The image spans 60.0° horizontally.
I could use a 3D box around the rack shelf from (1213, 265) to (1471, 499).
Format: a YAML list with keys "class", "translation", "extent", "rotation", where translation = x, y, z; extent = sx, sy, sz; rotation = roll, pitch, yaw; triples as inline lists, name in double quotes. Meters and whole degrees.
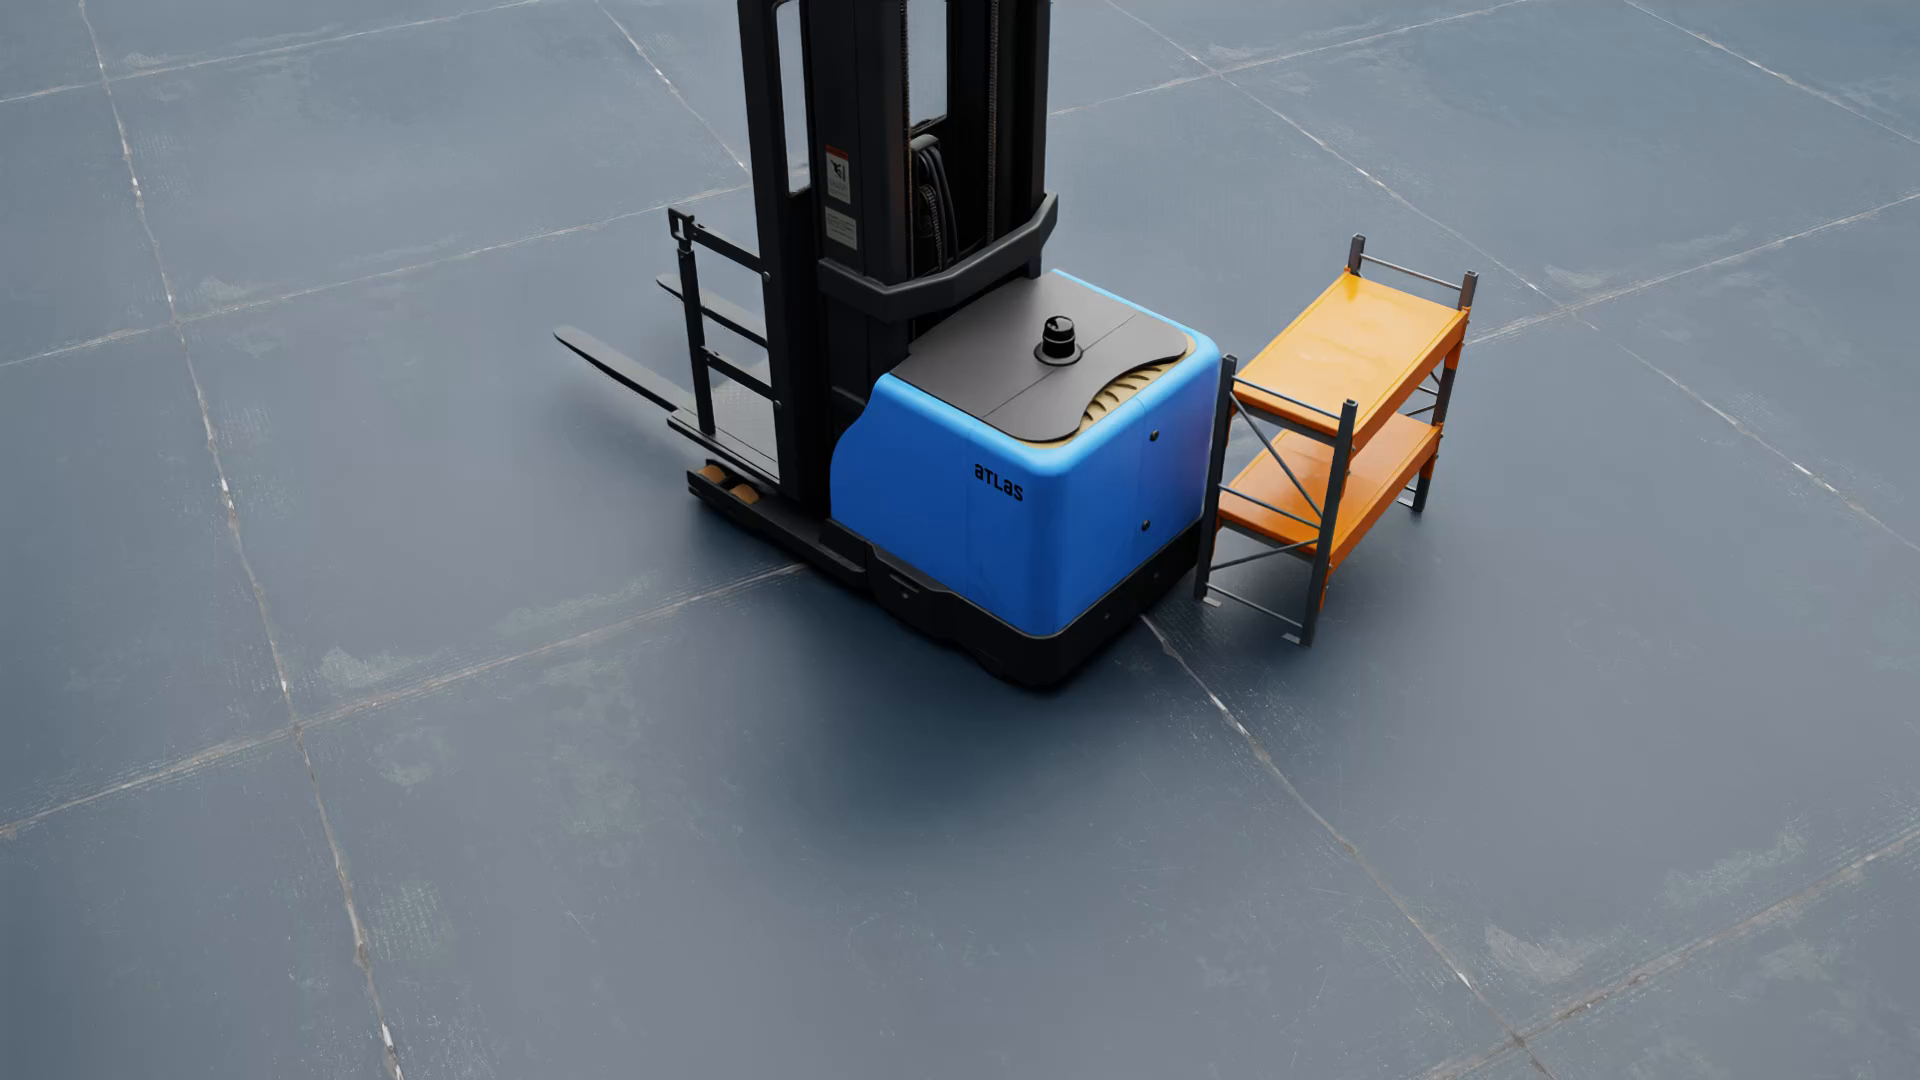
- class: "rack shelf"
  translation: [1.419, -0.607, 6.143]
  extent: [0.538, 0.278, 1.000]
  rotation: [25, 46, 27]

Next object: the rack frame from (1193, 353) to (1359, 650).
- class: "rack frame"
  translation: [1.120, -0.118, 6.019]
  extent: [0.500, 1.125, 0.032]
  rotation: [25, 46, 27]

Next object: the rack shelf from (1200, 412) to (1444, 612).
- class: "rack shelf"
  translation: [1.419, -0.197, 6.491]
  extent: [0.538, 0.278, 1.000]
  rotation: [25, 46, 27]

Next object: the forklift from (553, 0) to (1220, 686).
- class: "forklift"
  translation: [-0.492, -1.407, 6.144]
  extent: [3.031, 2.935, 1.130]
  rotation: [30, 49, 30]

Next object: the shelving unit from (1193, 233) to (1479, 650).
- class: "shelving unit"
  translation: [1.419, -0.384, 6.333]
  extent: [0.538, 1.125, 1.048]
  rotation: [25, 46, 27]

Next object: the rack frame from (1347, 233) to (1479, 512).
- class: "rack frame"
  translation: [1.718, -0.649, 6.646]
  extent: [0.500, 1.125, 0.032]
  rotation: [25, 46, 27]
